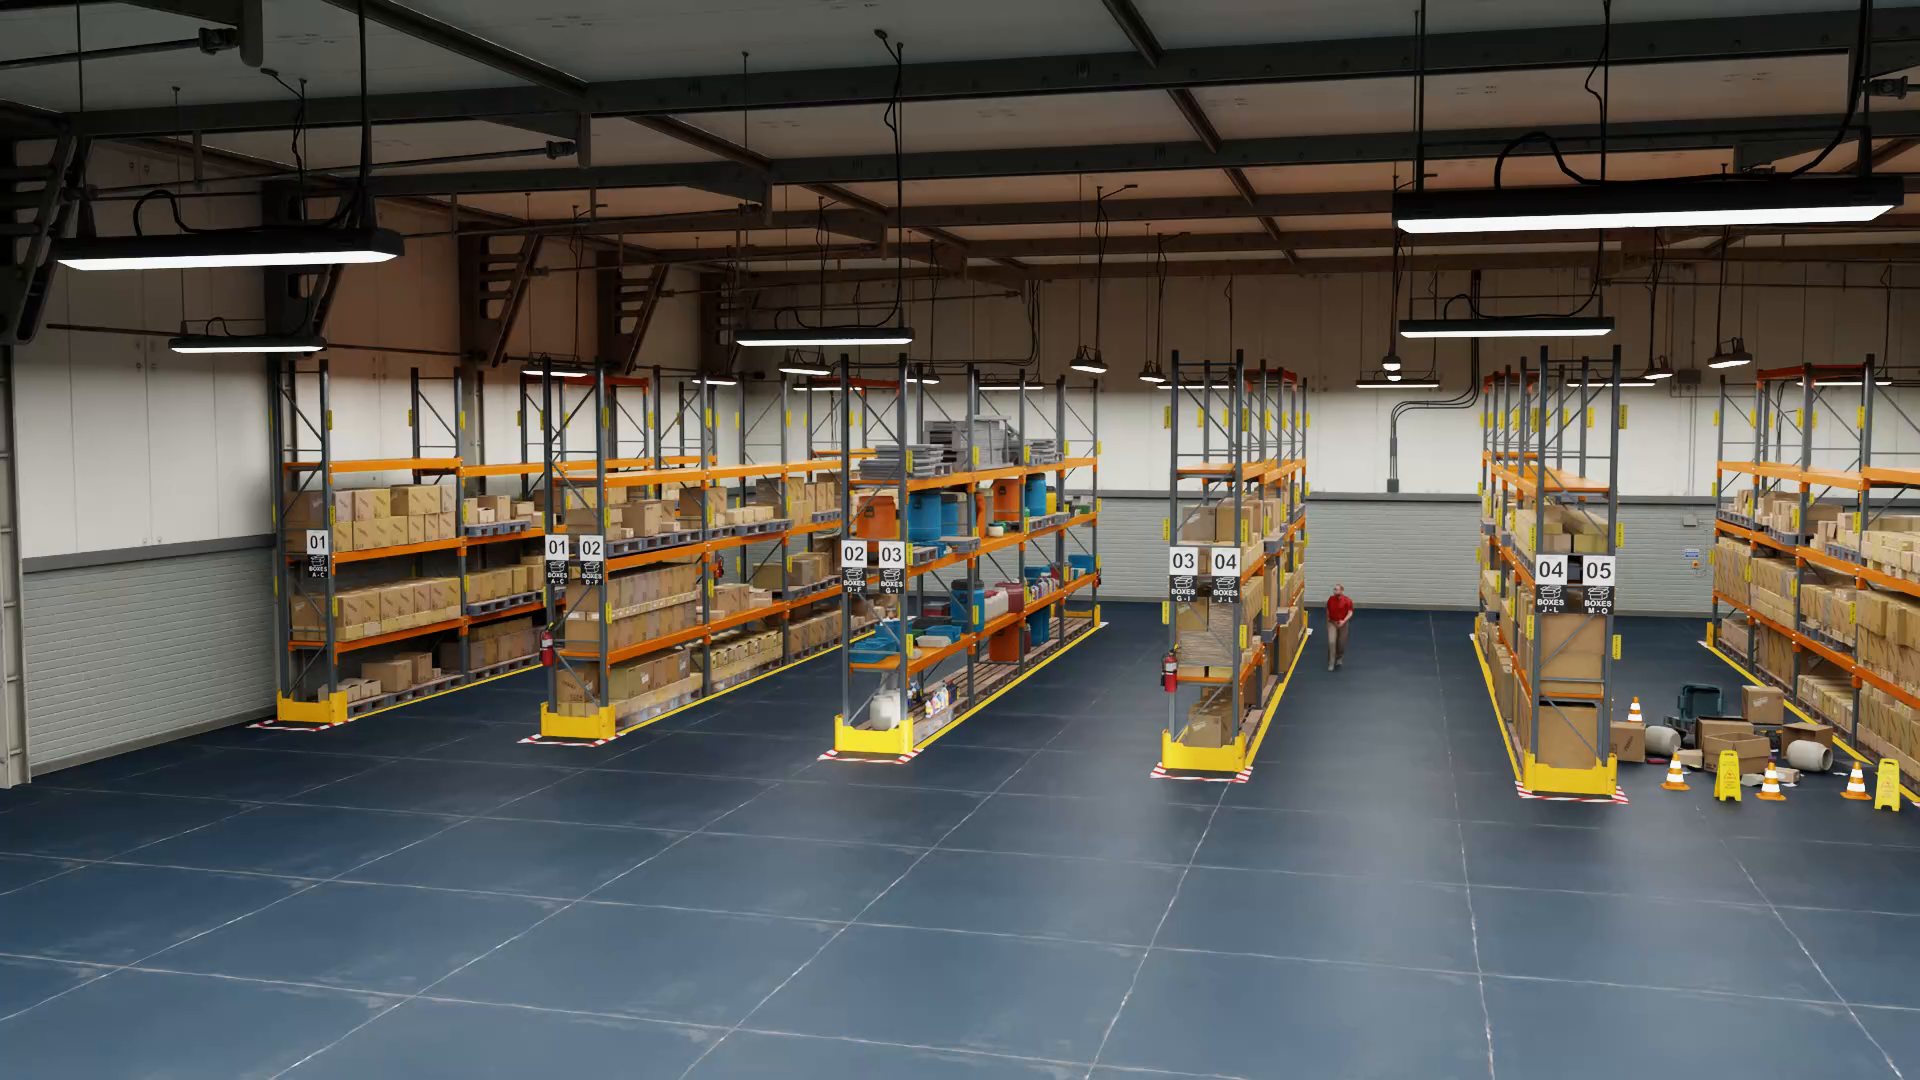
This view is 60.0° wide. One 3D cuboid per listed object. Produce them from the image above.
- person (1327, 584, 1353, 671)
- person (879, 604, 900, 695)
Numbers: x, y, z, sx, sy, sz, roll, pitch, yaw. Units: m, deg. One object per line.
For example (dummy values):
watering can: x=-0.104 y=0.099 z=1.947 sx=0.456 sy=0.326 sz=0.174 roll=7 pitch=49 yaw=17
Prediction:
person: x=7.671 y=1.766 z=33.633 sx=0.519 sy=1.740 sz=0.947 roll=1 pitch=4 yaw=14
person: x=-1.235 y=2.028 z=30.153 sx=0.539 sy=1.734 sz=0.353 roll=-3 pitch=5 yaw=-39
